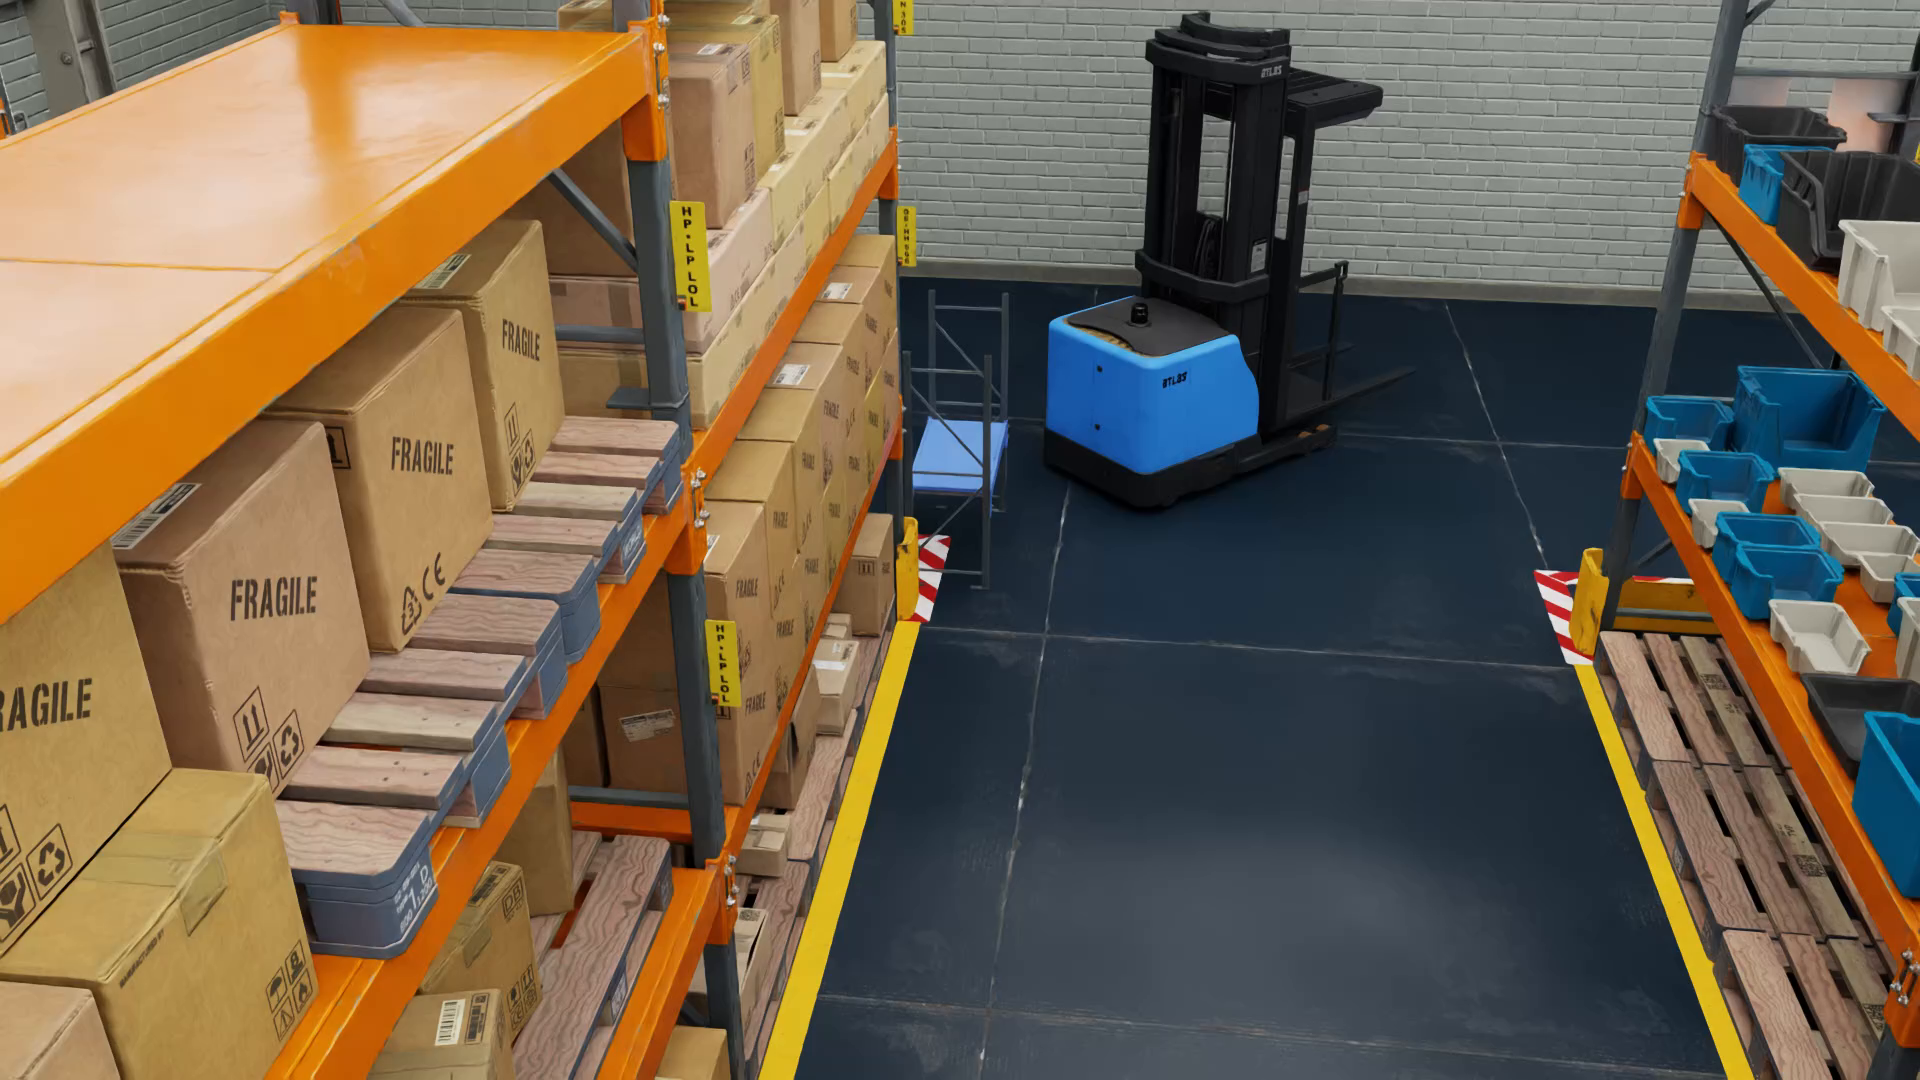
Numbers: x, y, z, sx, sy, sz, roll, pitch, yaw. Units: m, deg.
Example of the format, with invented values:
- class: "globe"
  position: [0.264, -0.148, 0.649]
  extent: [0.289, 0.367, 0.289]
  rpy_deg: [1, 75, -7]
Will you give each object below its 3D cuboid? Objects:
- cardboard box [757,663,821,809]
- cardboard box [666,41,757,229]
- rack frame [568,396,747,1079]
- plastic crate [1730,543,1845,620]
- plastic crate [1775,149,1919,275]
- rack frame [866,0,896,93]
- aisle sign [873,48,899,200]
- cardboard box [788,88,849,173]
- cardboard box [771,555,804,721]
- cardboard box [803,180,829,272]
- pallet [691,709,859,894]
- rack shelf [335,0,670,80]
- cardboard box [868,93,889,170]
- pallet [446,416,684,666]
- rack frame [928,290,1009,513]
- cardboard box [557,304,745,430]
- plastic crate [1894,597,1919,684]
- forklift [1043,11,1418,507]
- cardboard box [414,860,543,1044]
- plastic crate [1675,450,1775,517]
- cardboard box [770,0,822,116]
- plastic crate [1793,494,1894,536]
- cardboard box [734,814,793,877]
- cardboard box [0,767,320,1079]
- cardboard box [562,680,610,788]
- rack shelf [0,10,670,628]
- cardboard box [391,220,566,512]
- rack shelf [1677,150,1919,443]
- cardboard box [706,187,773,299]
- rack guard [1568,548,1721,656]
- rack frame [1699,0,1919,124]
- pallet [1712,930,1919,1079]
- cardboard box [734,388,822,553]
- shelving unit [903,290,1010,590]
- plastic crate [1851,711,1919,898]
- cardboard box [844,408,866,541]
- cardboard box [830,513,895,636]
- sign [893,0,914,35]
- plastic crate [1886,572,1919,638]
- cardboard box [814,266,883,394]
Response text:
- class: "cardboard box"
  position: [-1.096, 0.903, 7.871]
  extent: [0.797, 0.503, 0.637]
  rpy_deg: [3, 28, 6]
- class: "cardboard box"
  position: [-1.097, -1.381, 5.620]
  extent: [0.700, 0.500, 0.500]
  rpy_deg: [3, 28, 6]
- class: "rack frame"
  position: [-1.321, 0.882, 5.742]
  extent: [1.000, 3.000, 0.127]
  rpy_deg: [3, 28, 6]
- class: "plastic crate"
  position: [3.530, 0.195, 7.131]
  extent: [0.416, 0.233, 0.300]
  rpy_deg: [3, 28, 6]
- class: "plastic crate"
  position: [3.625, -1.301, 6.697]
  extent: [0.504, 0.338, 0.767]
  rpy_deg: [3, 28, 6]
- class: "rack frame"
  position: [-0.831, -3.642, 7.814]
  extent: [1.000, 3.000, 0.127]
  rpy_deg: [3, 28, 6]
- class: "aisle sign"
  position: [-0.518, -2.159, 8.646]
  extent: [0.394, 0.787, 0.004]
  rpy_deg: [3, 28, 6]
- class: "cardboard box"
  position: [-0.766, -1.748, 7.092]
  extent: [0.500, 0.250, 0.500]
  rpy_deg: [3, 28, 6]
- class: "cardboard box"
  position: [-0.928, 0.373, 6.581]
  extent: [0.500, 0.500, 0.500]
  rpy_deg: [4, 29, 7]
- class: "cardboard box"
  position: [-0.830, -1.293, 6.774]
  extent: [0.500, 0.250, 0.500]
  rpy_deg: [3, 28, 6]
- class: "pallet"
  position: [-1.089, 1.211, 8.072]
  extent: [1.003, 0.211, 1.213]
  rpy_deg: [3, 28, 6]
- class: "rack shelf"
  position: [-1.076, -2.382, 6.238]
  extent: [1.077, 0.370, 4.000]
  rpy_deg: [3, 28, 6]
- class: "cardboard box"
  position: [-0.632, -1.998, 8.083]
  extent: [0.500, 0.250, 0.500]
  rpy_deg: [3, 28, 6]
- class: "pallet"
  position: [-1.470, -0.052, 4.512]
  extent: [1.213, 0.211, 1.003]
  rpy_deg: [3, 28, 6]
- class: "rack frame"
  position: [0.052, -0.859, 10.556]
  extent: [0.500, 1.500, 0.032]
  rpy_deg: [3, 28, 6]
- class: "cardboard box"
  position: [-1.015, -0.587, 5.464]
  extent: [0.500, 0.250, 0.500]
  rpy_deg: [3, 28, 6]
- class: "plastic crate"
  position: [3.965, 0.490, 6.532]
  extent: [0.437, 0.282, 0.530]
  rpy_deg: [3, 28, 6]
- class: "forklift"
  position: [2.041, -2.059, 11.273]
  extent: [3.031, 2.935, 1.130]
  rpy_deg: [-21, 35, -33]
- class: "cardboard box"
  position: [-1.622, 1.191, 4.621]
  extent: [0.700, 0.500, 0.500]
  rpy_deg: [8, 29, 14]
- class: "plastic crate"
  position: [3.647, -0.257, 7.969]
  extent: [0.416, 0.233, 0.300]
  rpy_deg: [3, 28, 6]
- class: "cardboard box"
  position: [-0.977, -2.090, 6.937]
  extent: [0.700, 0.500, 0.500]
  rpy_deg: [3, 28, 6]
- class: "plastic crate"
  position: [4.115, -0.091, 7.763]
  extent: [0.396, 0.136, 0.243]
  rpy_deg: [3, 28, 6]
- class: "cardboard box"
  position: [-0.958, 1.343, 7.409]
  extent: [0.380, 0.166, 0.250]
  rpy_deg: [3, 28, 6]
- class: "cardboard box"
  position: [-1.665, 0.709, 2.796]
  extent: [0.910, 0.500, 0.500]
  rpy_deg: [3, 28, 6]
- class: "cardboard box"
  position: [-1.514, 0.588, 6.182]
  extent: [0.500, 0.500, 0.500]
  rpy_deg: [4, 29, 7]
- class: "rack shelf"
  position: [-1.566, -0.324, 2.837]
  extent: [1.077, 0.370, 4.000]
  rpy_deg: [3, 28, 6]
- class: "cardboard box"
  position: [-1.455, -0.478, 4.451]
  extent: [0.600, 0.600, 0.600]
  rpy_deg: [1, 28, 1]
- class: "rack shelf"
  position: [3.840, -0.773, 6.411]
  extent: [1.077, 0.370, 4.000]
  rpy_deg: [3, 28, 6]
- class: "cardboard box"
  position: [-0.955, -1.042, 5.782]
  extent: [0.500, 0.250, 0.500]
  rpy_deg: [3, 28, 6]
- class: "rack guard"
  position: [4.075, 0.378, 9.314]
  extent: [1.175, 0.500, 0.348]
  rpy_deg: [3, 28, 6]
- class: "rack frame"
  position: [4.085, -3.352, 7.276]
  extent: [1.000, 3.000, 0.127]
  rpy_deg: [3, 28, 6]
- class: "pallet"
  position: [3.647, 2.051, 6.512]
  extent: [1.003, 0.211, 1.213]
  rpy_deg: [3, 28, 6]
- class: "cardboard box"
  position: [-0.857, -0.292, 6.762]
  extent: [0.500, 0.500, 0.500]
  rpy_deg: [3, 28, 5]
- class: "shelving unit"
  position: [-0.010, -0.620, 10.112]
  extent: [0.538, 1.500, 1.048]
  rpy_deg: [3, 28, 6]
- class: "plastic crate"
  position: [3.314, 0.913, 5.638]
  extent: [0.392, 0.384, 0.575]
  rpy_deg: [3, 28, 6]
- class: "cardboard box"
  position: [-0.742, -0.339, 7.903]
  extent: [0.500, 0.500, 0.500]
  rpy_deg: [4, 29, 7]
- class: "cardboard box"
  position: [-0.653, 0.177, 9.223]
  extent: [0.500, 0.500, 0.500]
  rpy_deg: [3, 28, 6]
- class: "sign"
  position: [-0.282, -2.669, 8.238]
  extent: [0.100, 0.325, 0.005]
  rpy_deg: [3, 28, 6]
- class: "plastic crate"
  position: [4.088, 0.318, 6.902]
  extent: [0.416, 0.233, 0.300]
  rpy_deg: [3, 28, 6]
- class: "cardboard box"
  position: [-0.673, -1.021, 8.116]
  extent: [0.500, 0.500, 0.500]
  rpy_deg: [4, 29, 8]
